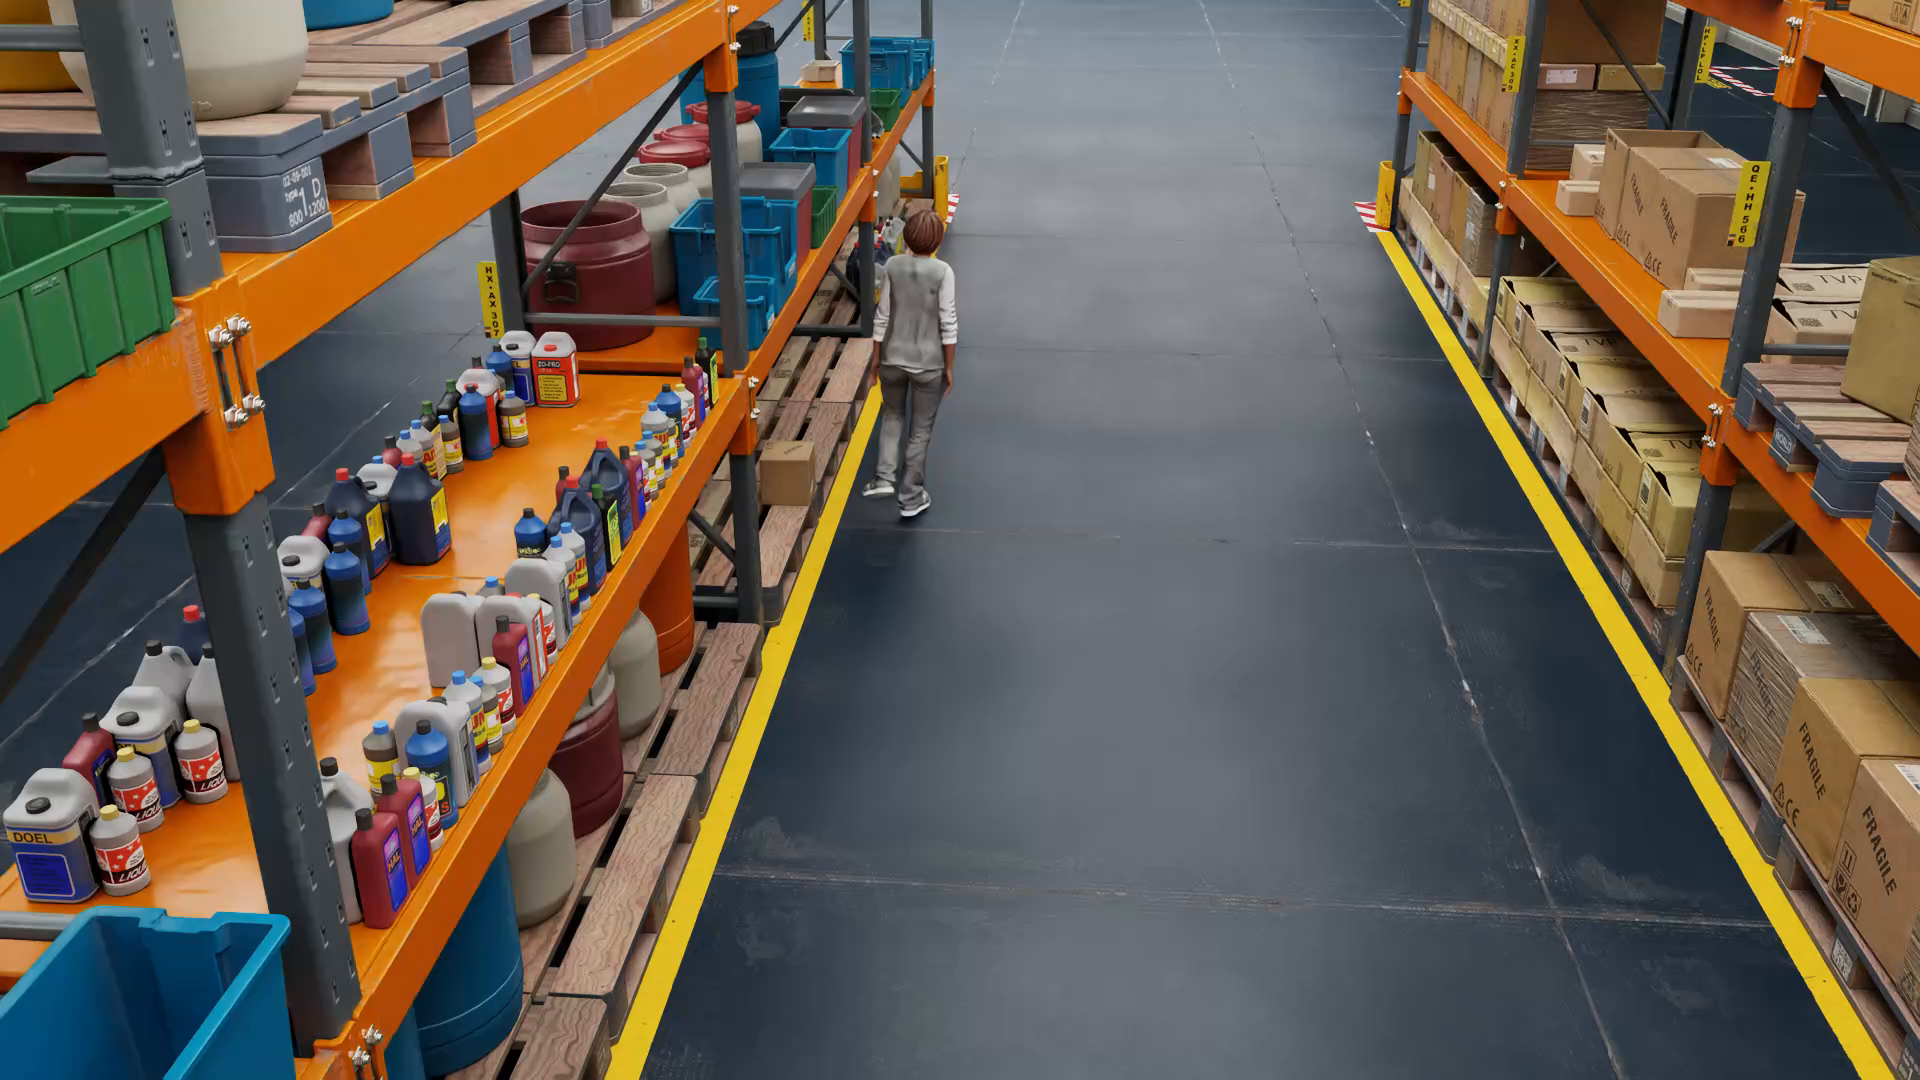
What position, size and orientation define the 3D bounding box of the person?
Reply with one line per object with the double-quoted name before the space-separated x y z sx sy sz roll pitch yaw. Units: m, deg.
"person" -0.258 -0.873 8.485 0.477 1.589 0.470 7 26 15
